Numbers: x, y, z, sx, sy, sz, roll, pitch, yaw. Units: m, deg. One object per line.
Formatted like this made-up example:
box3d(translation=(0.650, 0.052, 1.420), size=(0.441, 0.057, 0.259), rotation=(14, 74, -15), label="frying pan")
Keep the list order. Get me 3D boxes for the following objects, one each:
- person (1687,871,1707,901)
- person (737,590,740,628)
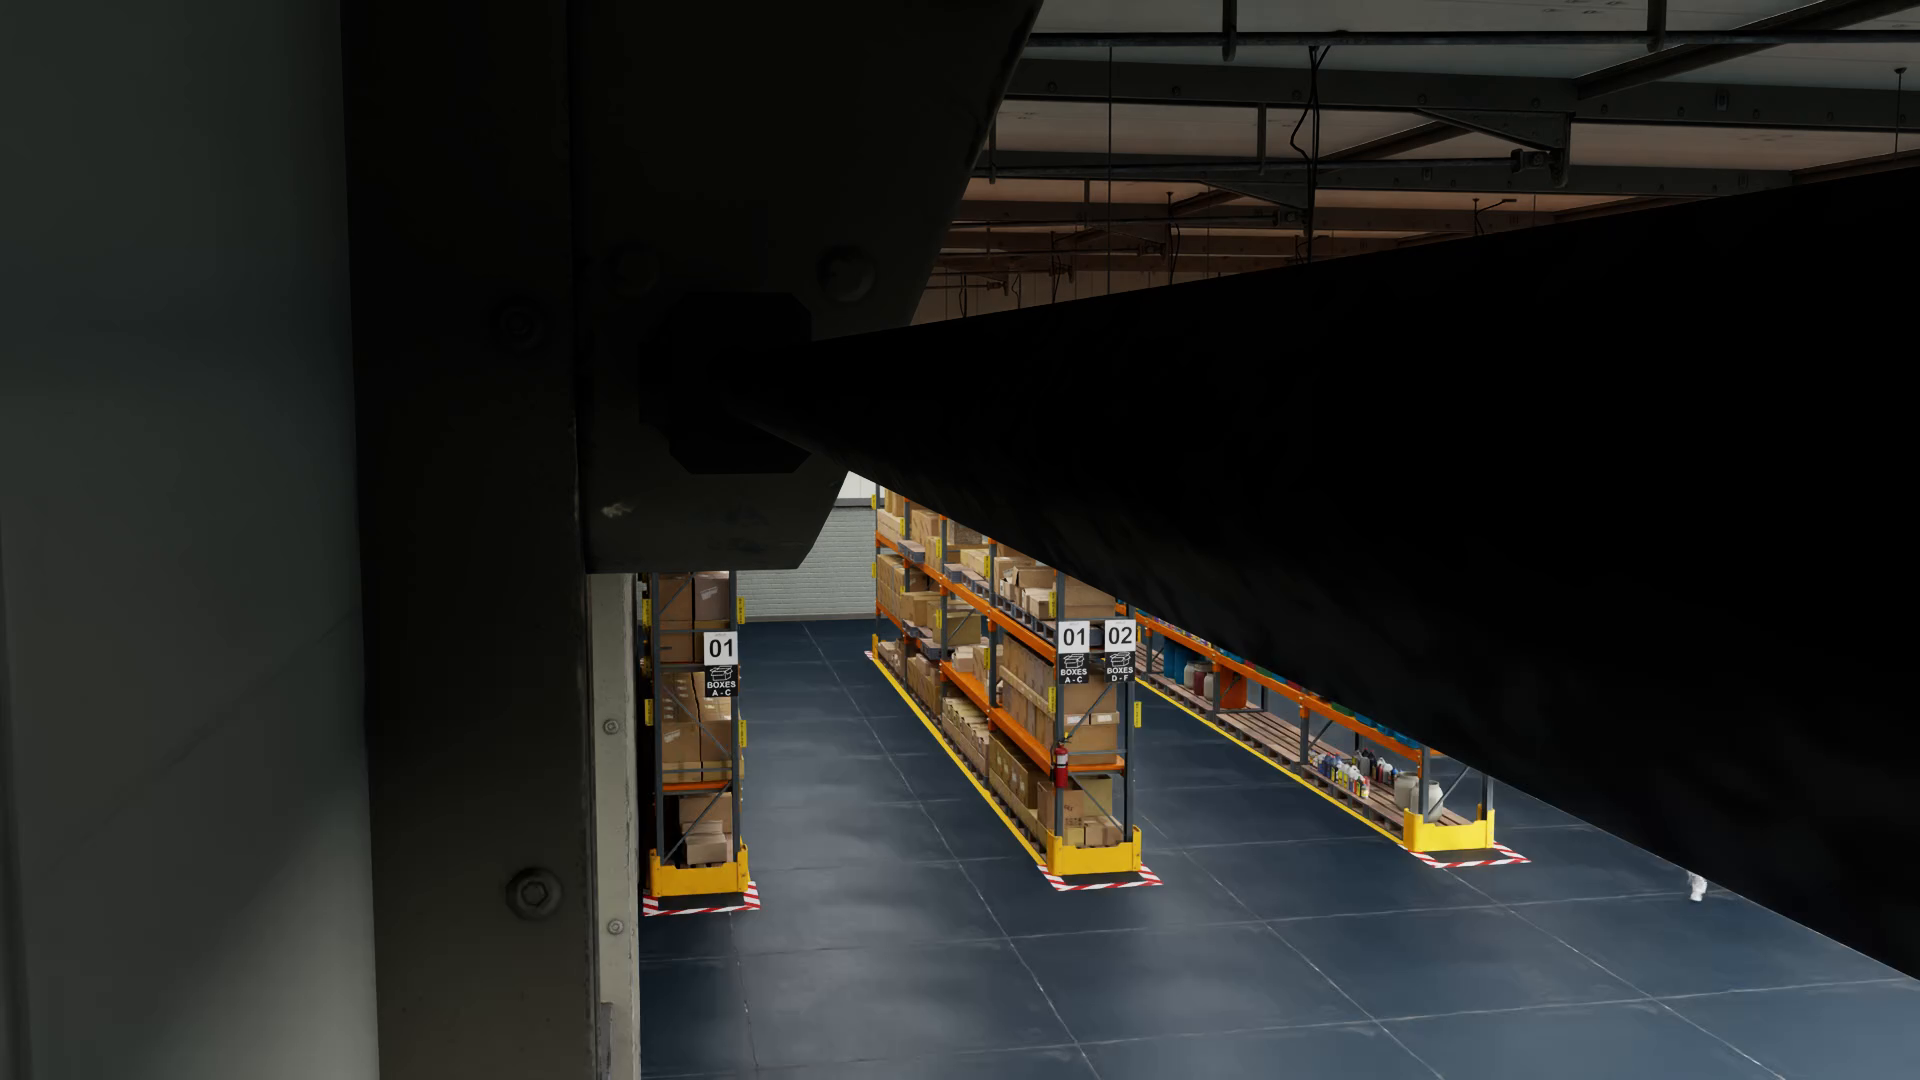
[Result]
box3d(translation=(8.881, 3.385, 20.042), size=(0.778, 1.775, 0.540), rotation=(-5, 8, -43), label="person")
box3d(translation=(-5.244, 1.547, 37.922), size=(0.448, 1.766, 0.606), rotation=(-1, 6, -8), label="person")
